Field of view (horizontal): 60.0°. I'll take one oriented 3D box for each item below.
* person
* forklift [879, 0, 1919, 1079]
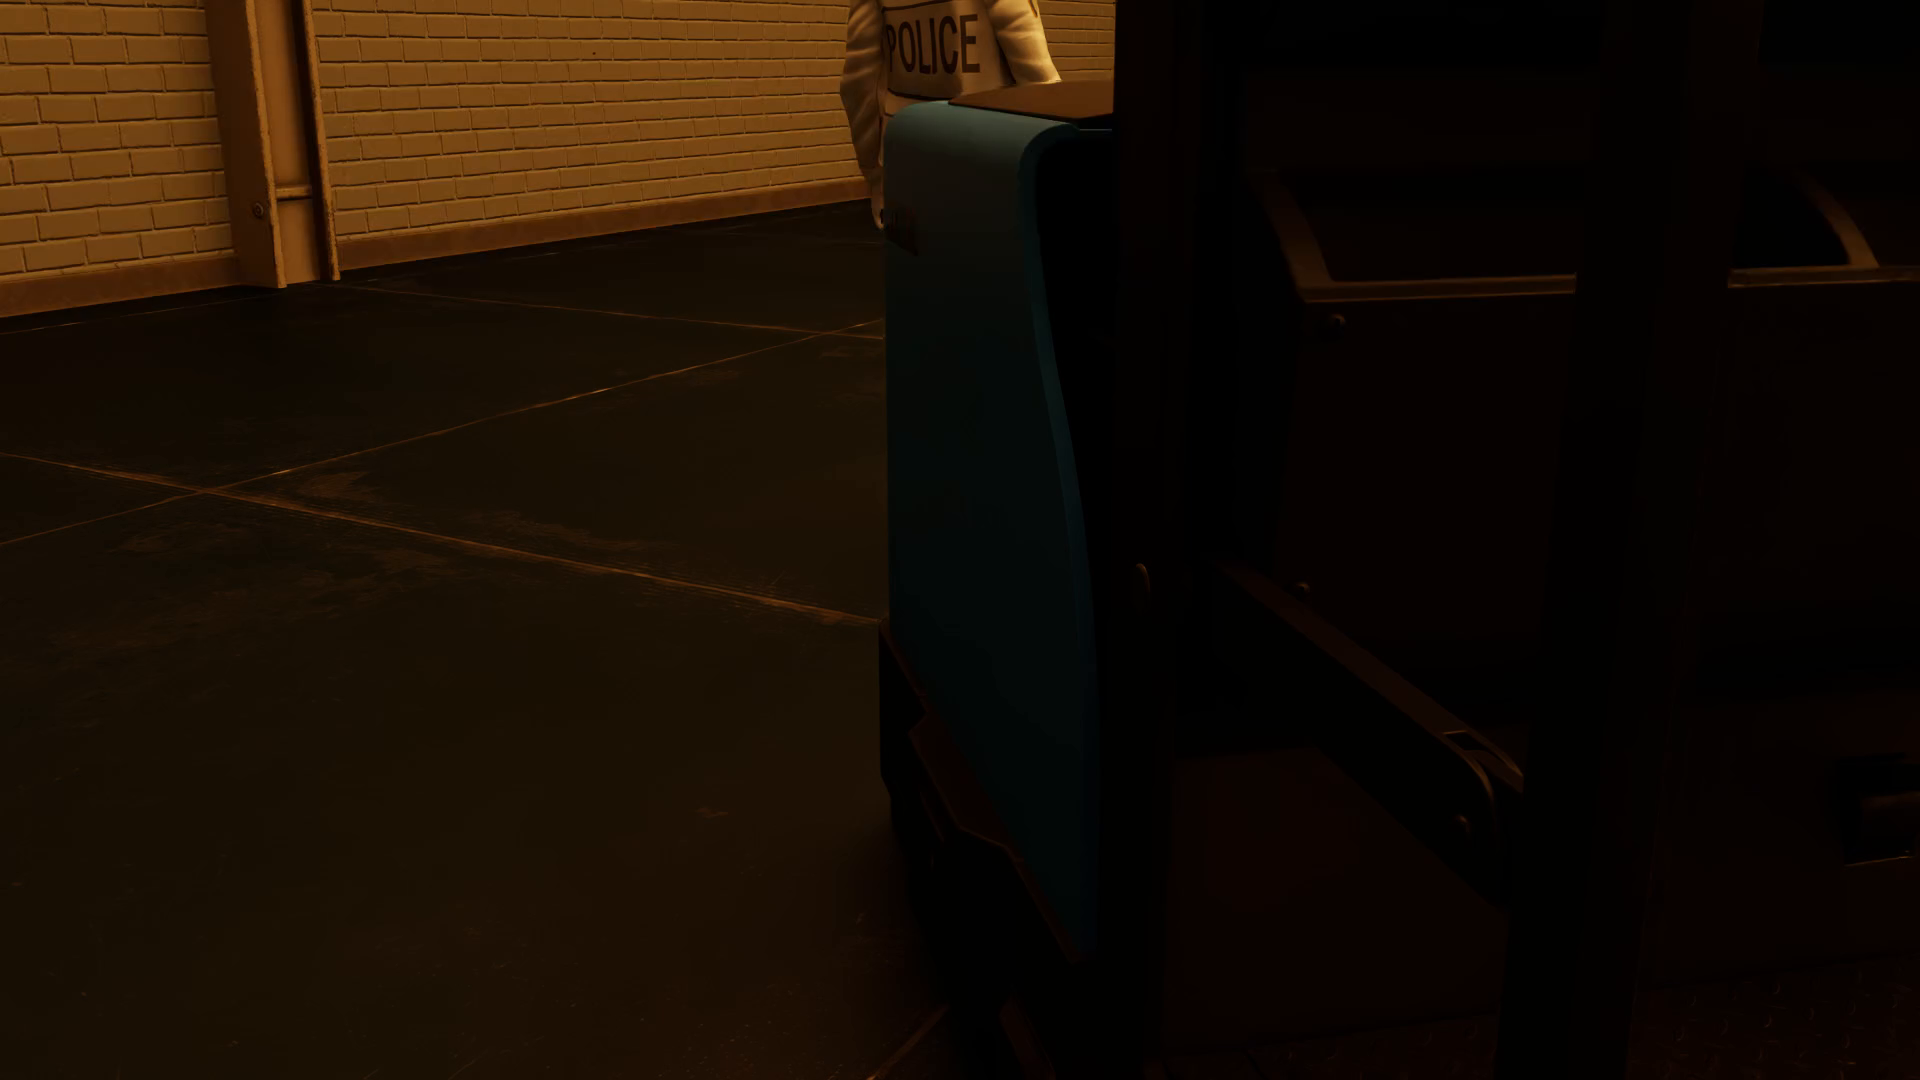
[{"bbox_3d":[0.040,-0.836,3.853,0.586,1.694,0.532,9,19,28],"label":"person"},{"bbox_3d":[0.717,-0.620,0.956,1.130,2.935,3.031,-4,17,-13],"label":"forklift"}]
